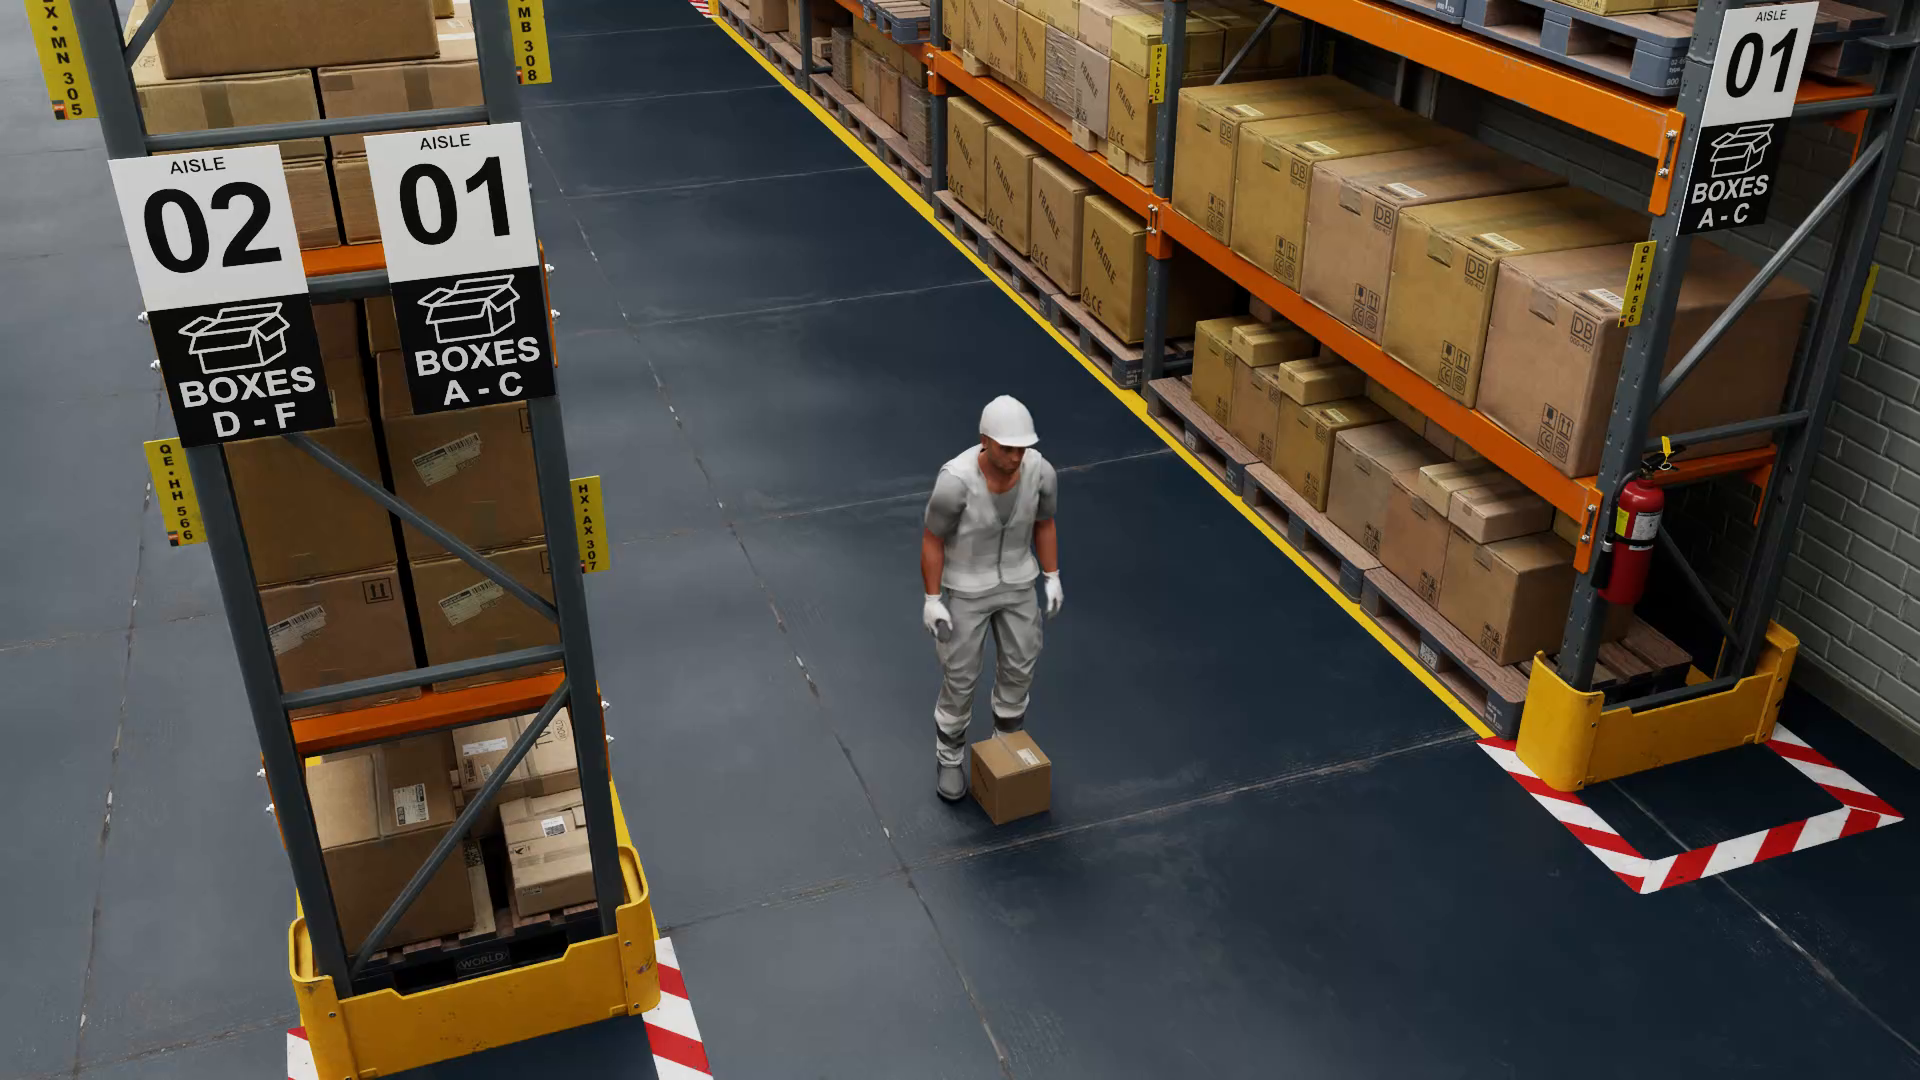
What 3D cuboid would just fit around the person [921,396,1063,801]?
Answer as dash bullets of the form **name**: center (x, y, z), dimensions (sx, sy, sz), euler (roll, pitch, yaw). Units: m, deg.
- **person**: center (0.135, 0.220, 6.726), dimensions (0.613, 1.779, 0.455), euler (-11, 31, -18)
